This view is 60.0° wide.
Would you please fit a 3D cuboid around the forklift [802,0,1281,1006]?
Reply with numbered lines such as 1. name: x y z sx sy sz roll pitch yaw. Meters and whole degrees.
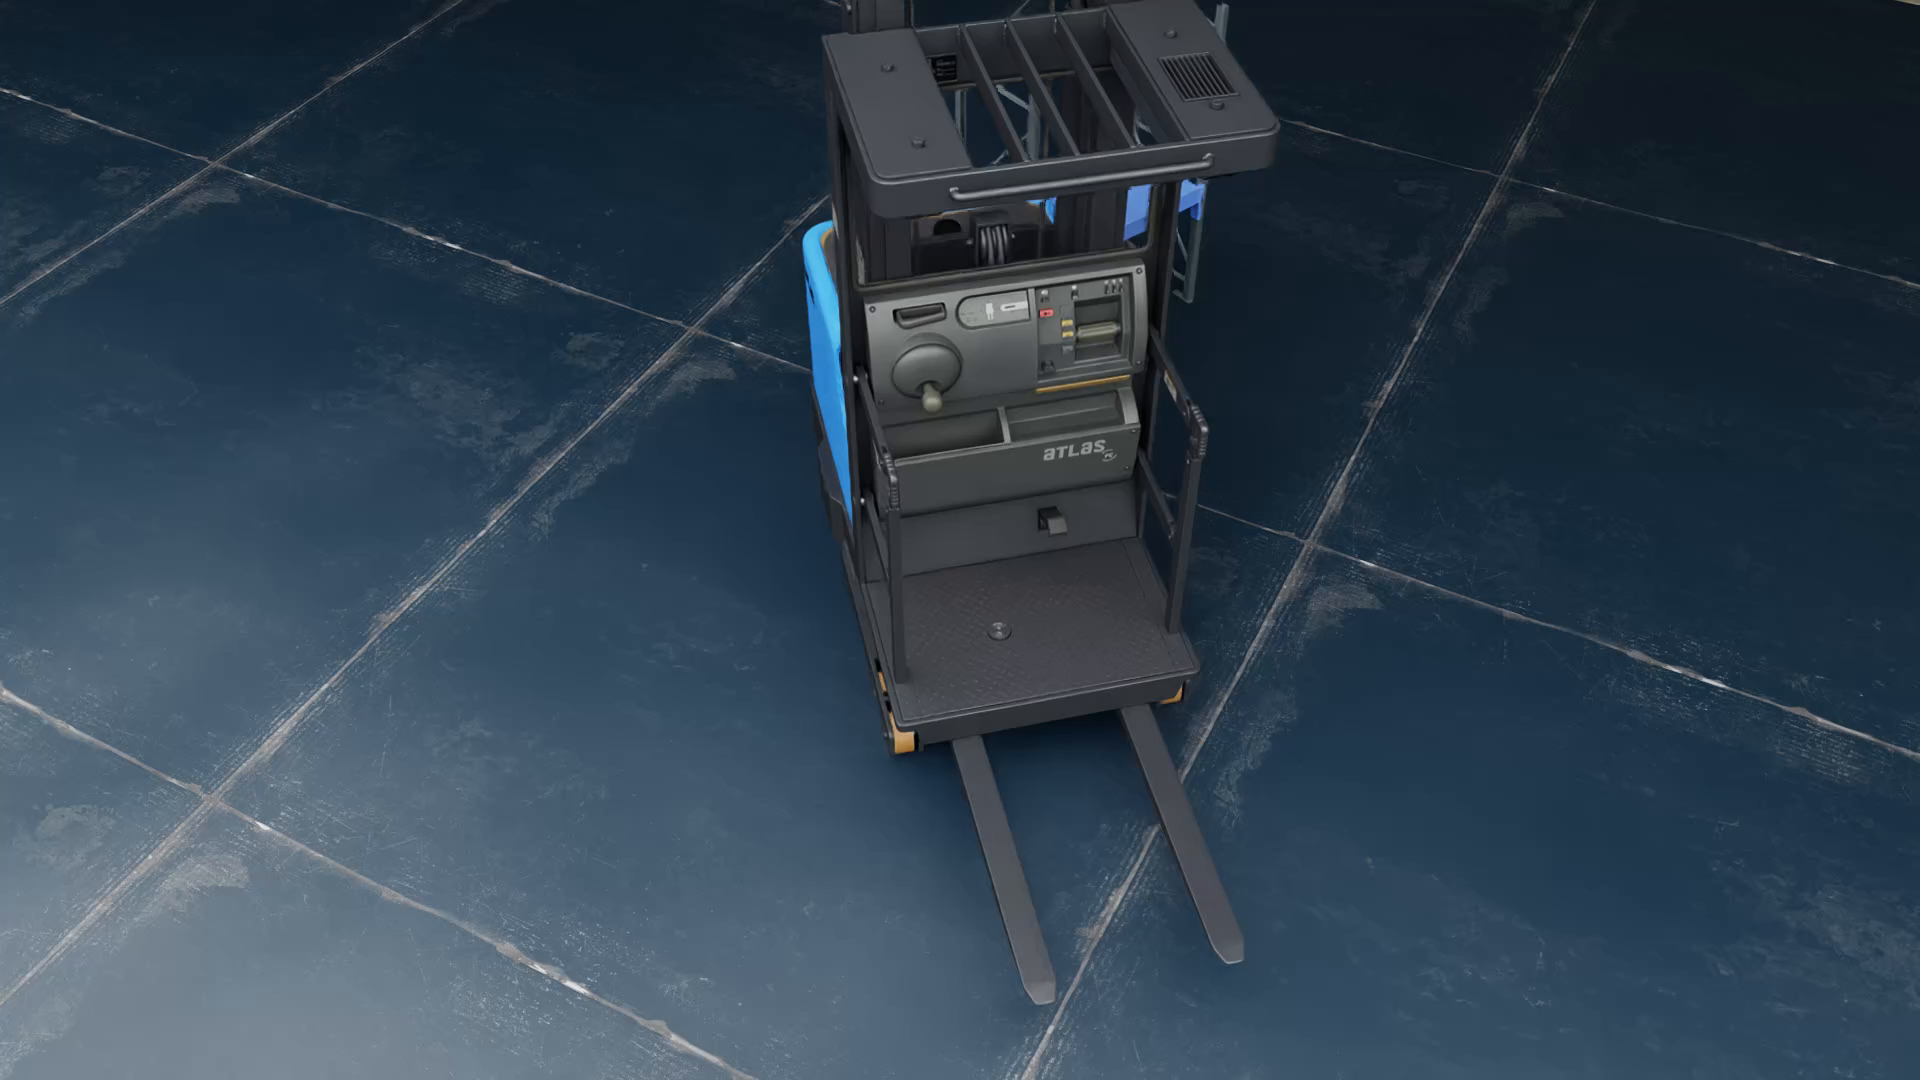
1. forklift: 0.209 -0.565 5.247 1.130 2.935 3.031 -10 46 -9

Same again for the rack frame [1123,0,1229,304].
1. rack frame: 0.934 -1.786 7.461 0.032 1.500 0.500 -30 52 -26

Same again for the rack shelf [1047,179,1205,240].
1. rack shelf: 0.538 -1.433 7.365 1.000 0.185 0.538 -30 52 -26

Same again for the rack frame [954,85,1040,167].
1. rack frame: 0.142 -1.333 7.012 0.032 1.500 0.500 -30 52 -26

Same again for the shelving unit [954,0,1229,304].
1. shelving unit: 0.538 -1.560 7.237 1.048 1.500 0.538 -30 52 -26
